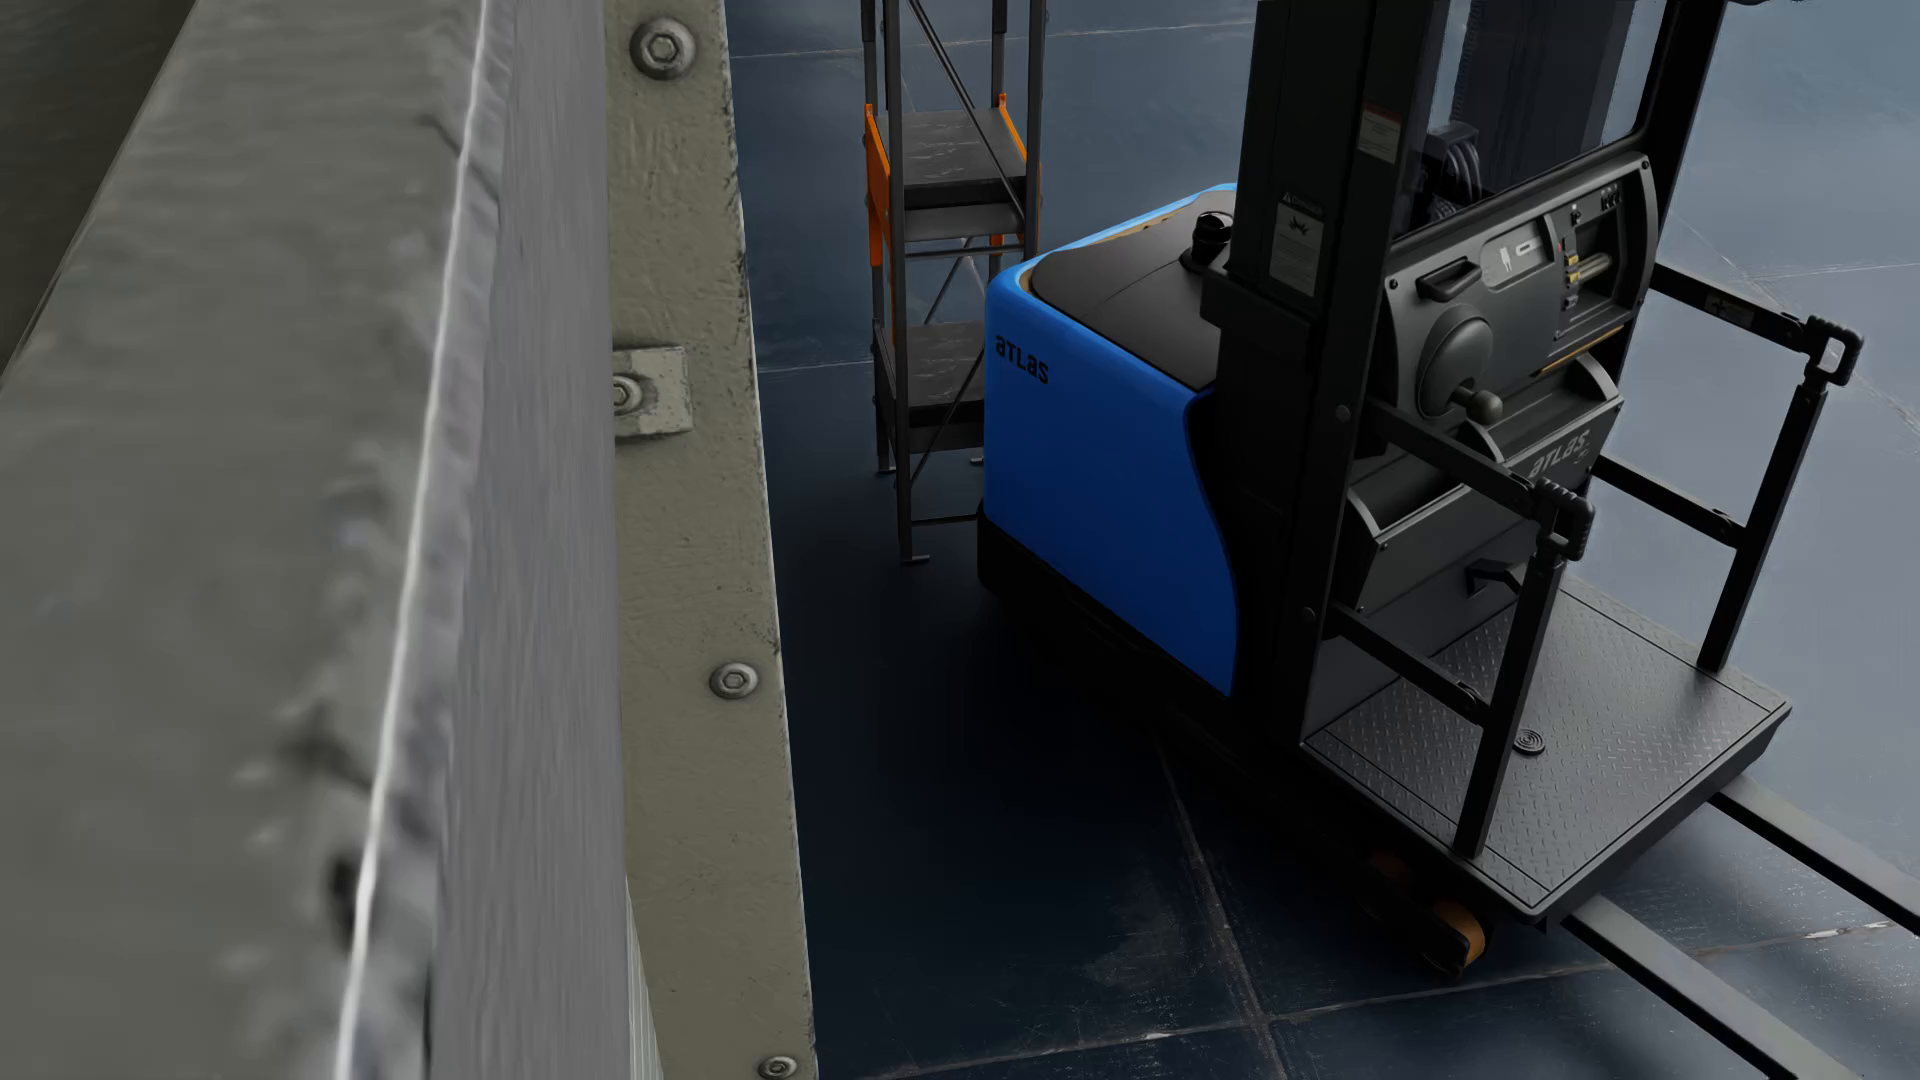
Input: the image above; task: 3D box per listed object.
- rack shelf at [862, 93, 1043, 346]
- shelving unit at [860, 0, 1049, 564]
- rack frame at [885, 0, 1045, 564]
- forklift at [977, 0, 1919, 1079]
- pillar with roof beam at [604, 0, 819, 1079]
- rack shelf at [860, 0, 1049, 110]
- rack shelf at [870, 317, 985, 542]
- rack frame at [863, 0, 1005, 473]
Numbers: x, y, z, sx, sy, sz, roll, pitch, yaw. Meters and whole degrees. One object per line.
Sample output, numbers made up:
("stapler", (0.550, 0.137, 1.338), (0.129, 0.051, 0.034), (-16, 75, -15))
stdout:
("rack shelf", (-0.029, -0.918, 4.743), (0.431, 0.518, 0.480), (-6, 38, -8))
("shelving unit", (-0.029, -0.929, 4.735), (0.431, 2.100, 0.503), (-6, 38, -8))
("rack frame", (0.014, -0.782, 4.545), (0.400, 2.100, 0.015), (-6, 38, -8))
("forklift", (1.366, -0.489, 3.490), (1.130, 2.935, 3.031), (-26, 45, -30))
("pillar with roof beam", (3.768, -2.785, 1.500), (9.100, 9.000, 0.400), (-6, 38, -8))
("rack shelf", (-0.029, -1.471, 4.313), (0.431, 0.518, 0.480), (-6, 38, -8))
("rack shelf", (-0.029, -0.366, 5.172), (0.431, 0.518, 0.480), (-6, 38, -8))
("rack frame", (-0.072, -1.077, 4.924), (0.400, 2.100, 0.015), (-6, 38, -8))
